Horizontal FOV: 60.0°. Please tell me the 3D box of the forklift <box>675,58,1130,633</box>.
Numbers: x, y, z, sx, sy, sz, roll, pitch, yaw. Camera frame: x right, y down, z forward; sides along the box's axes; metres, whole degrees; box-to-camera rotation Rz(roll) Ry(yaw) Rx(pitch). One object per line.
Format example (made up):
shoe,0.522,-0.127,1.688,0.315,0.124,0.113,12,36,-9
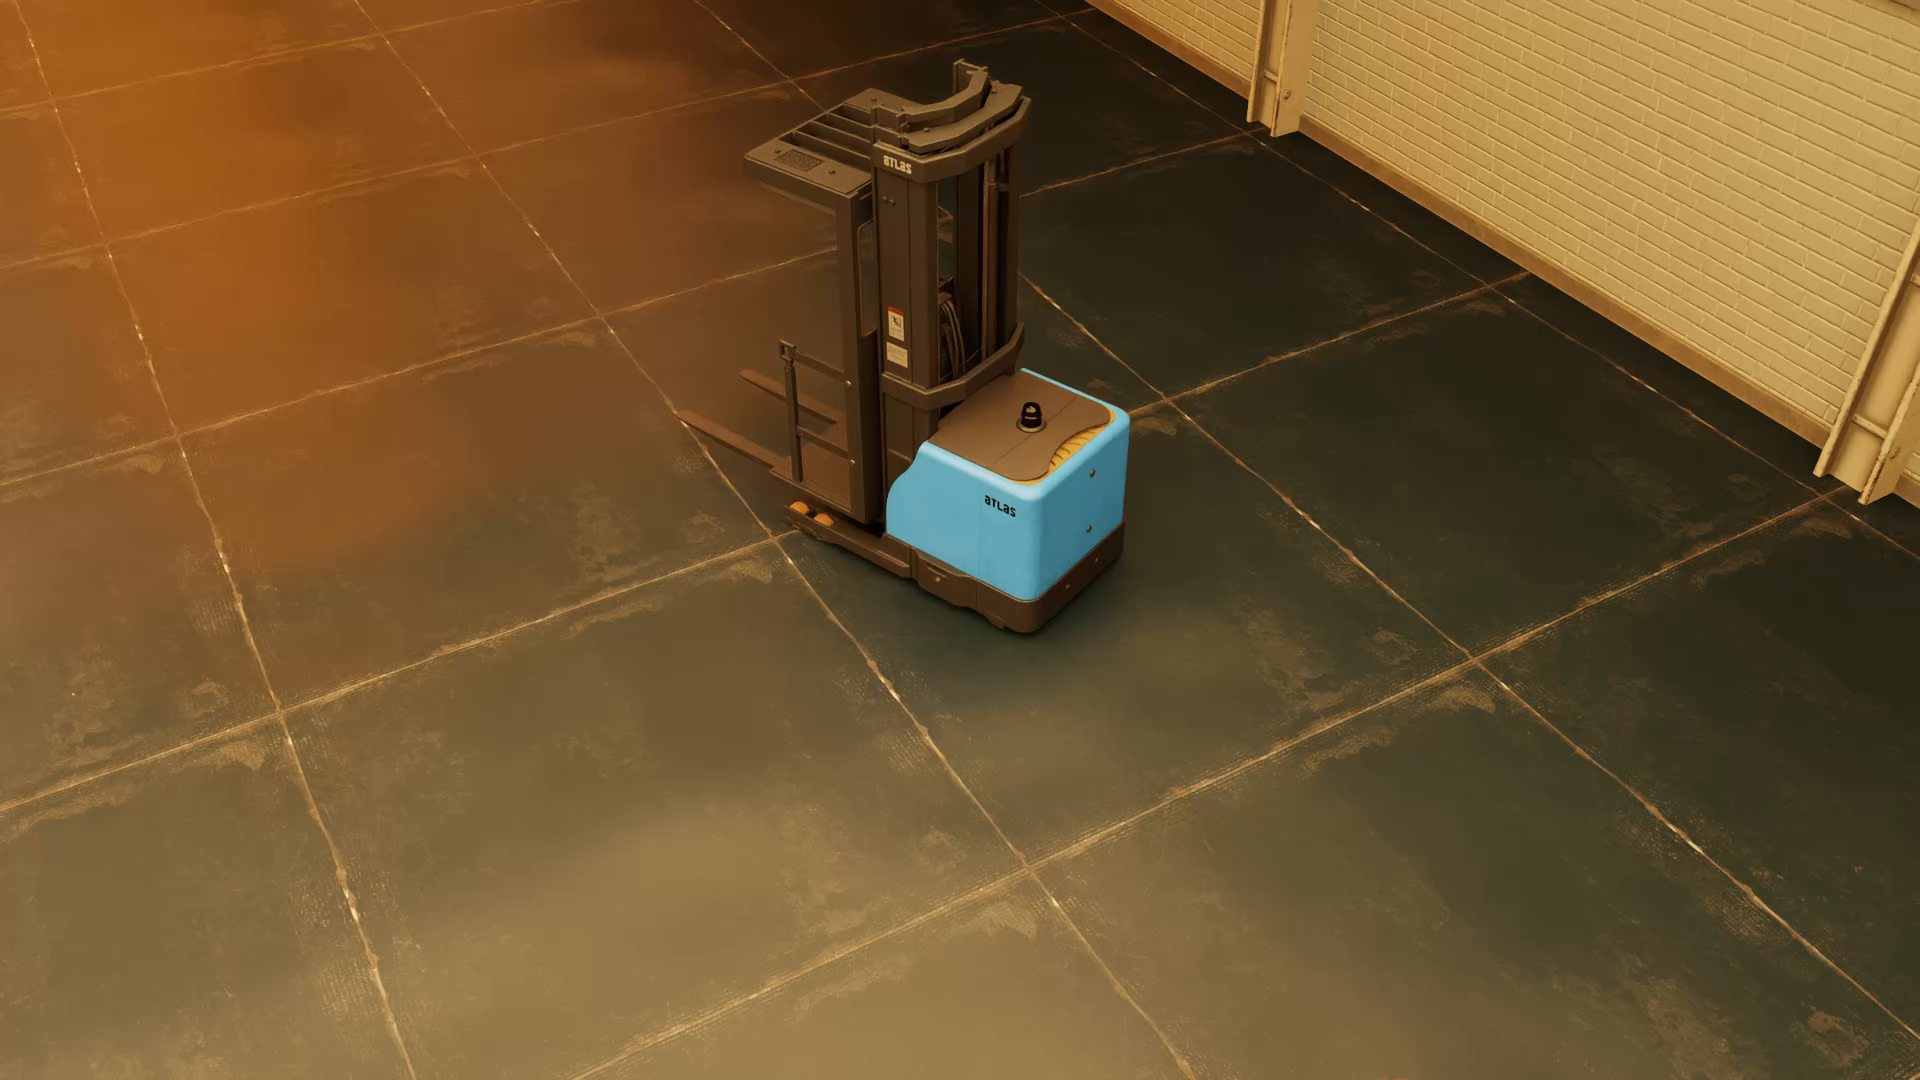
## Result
forklift,-0.481,-1.366,9.683,3.031,2.935,1.130,26,46,28
